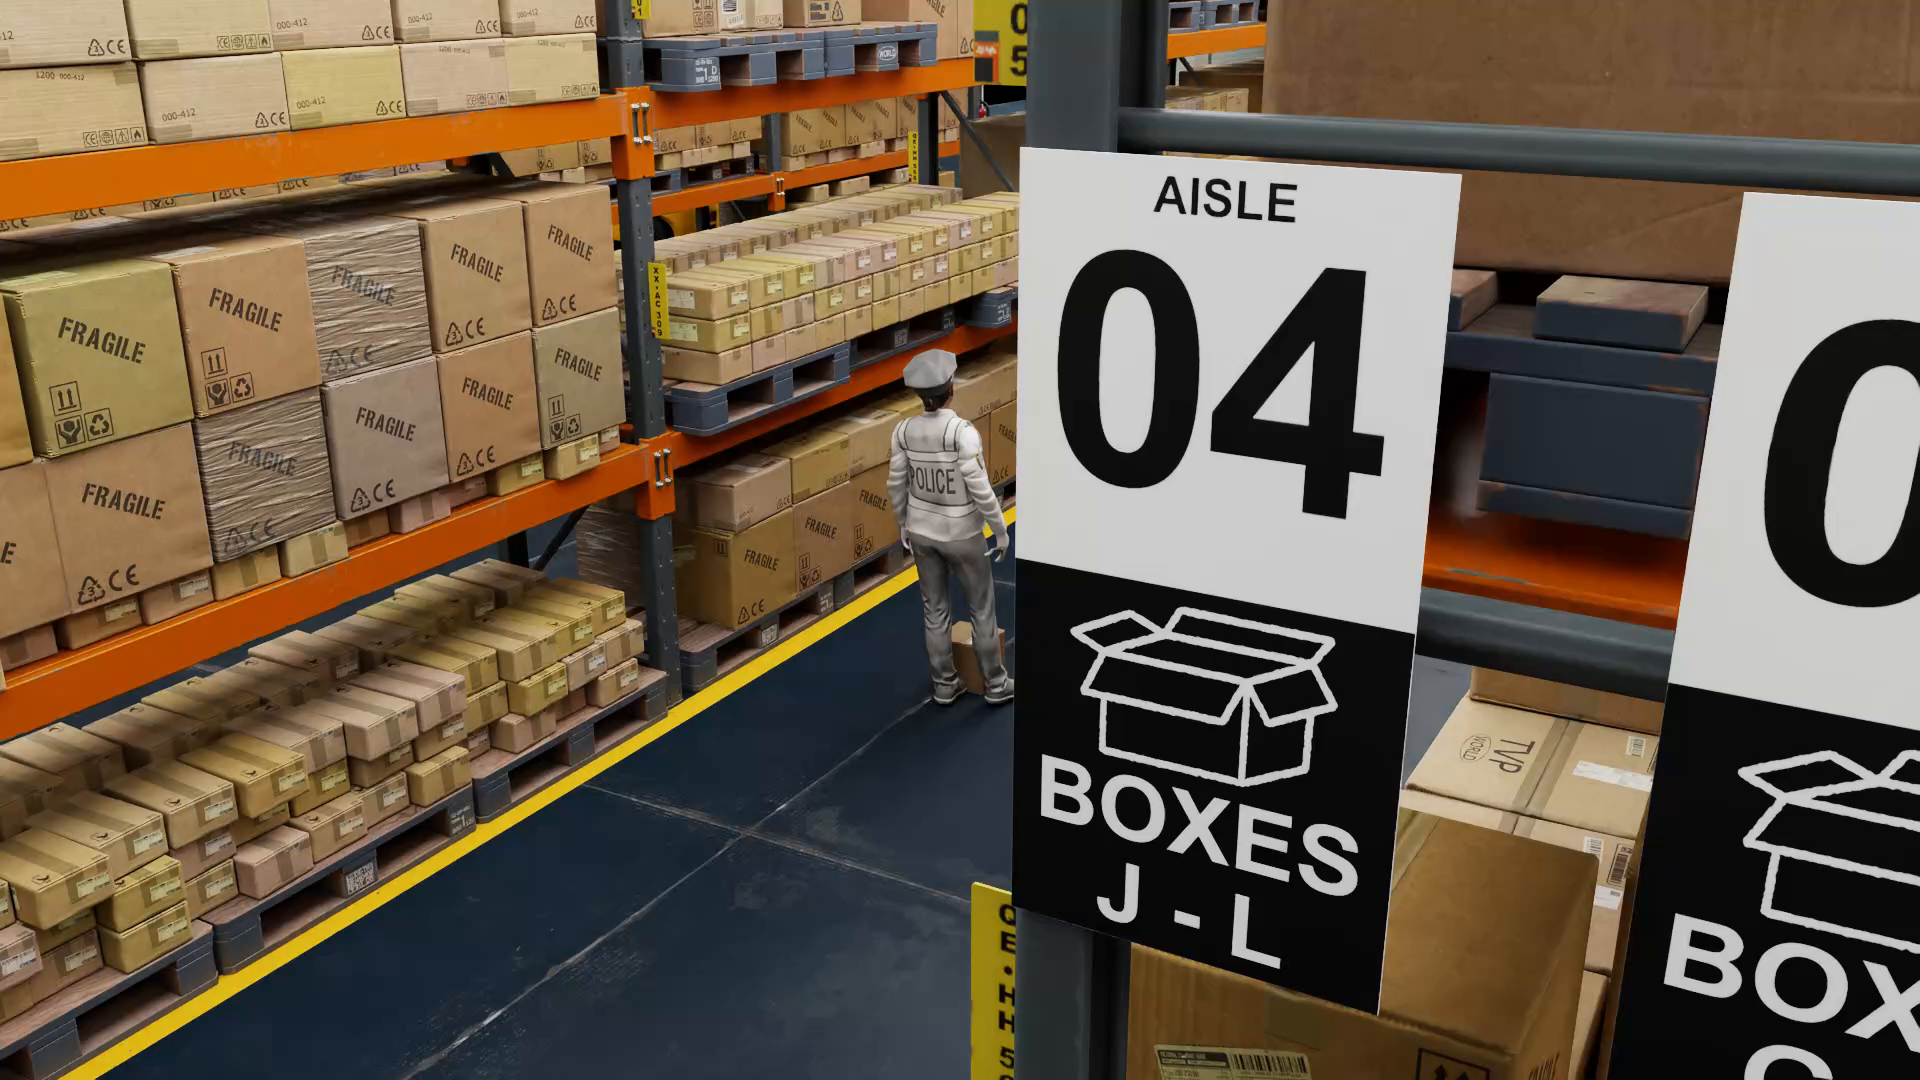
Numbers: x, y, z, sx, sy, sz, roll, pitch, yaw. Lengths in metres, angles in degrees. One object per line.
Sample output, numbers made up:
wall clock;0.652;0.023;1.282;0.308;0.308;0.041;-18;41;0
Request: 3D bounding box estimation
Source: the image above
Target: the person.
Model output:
person;-0.024;-0.053;7.641;0.587;1.694;0.530;11;22;27
